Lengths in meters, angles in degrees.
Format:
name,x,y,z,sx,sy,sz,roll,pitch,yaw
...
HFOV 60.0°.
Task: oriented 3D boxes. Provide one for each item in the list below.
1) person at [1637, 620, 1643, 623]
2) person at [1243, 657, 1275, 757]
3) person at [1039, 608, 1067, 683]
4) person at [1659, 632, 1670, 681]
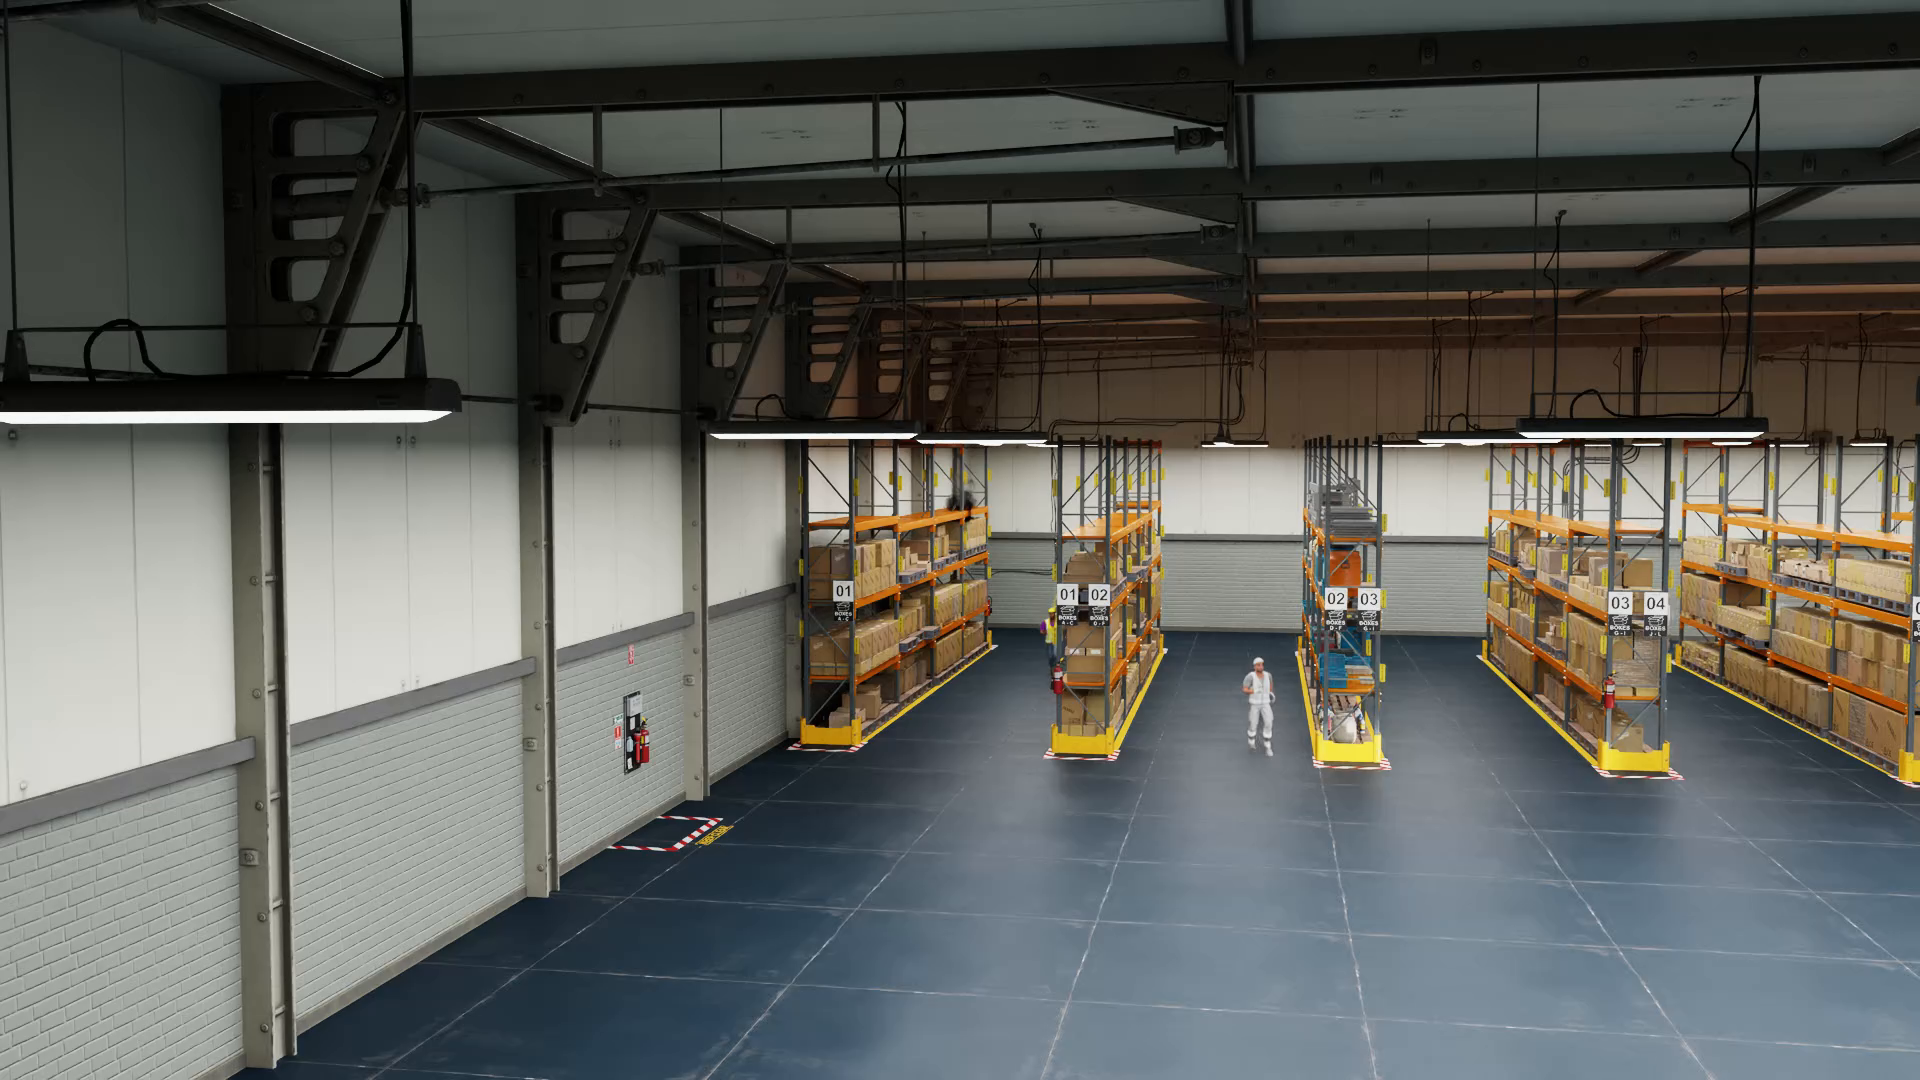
name,x,y,z,sx,sy,sz,roll,pitch,yaw
person,18.464,2.442,45.602,0.846,1.622,0.795,-1,3,-13
person,5.625,3.128,31.285,0.667,1.846,0.743,0,3,-9
person,2.341,2.585,41.302,0.712,1.813,0.911,1,3,14
person,16.809,2.750,40.049,0.613,1.714,0.711,1,3,11
